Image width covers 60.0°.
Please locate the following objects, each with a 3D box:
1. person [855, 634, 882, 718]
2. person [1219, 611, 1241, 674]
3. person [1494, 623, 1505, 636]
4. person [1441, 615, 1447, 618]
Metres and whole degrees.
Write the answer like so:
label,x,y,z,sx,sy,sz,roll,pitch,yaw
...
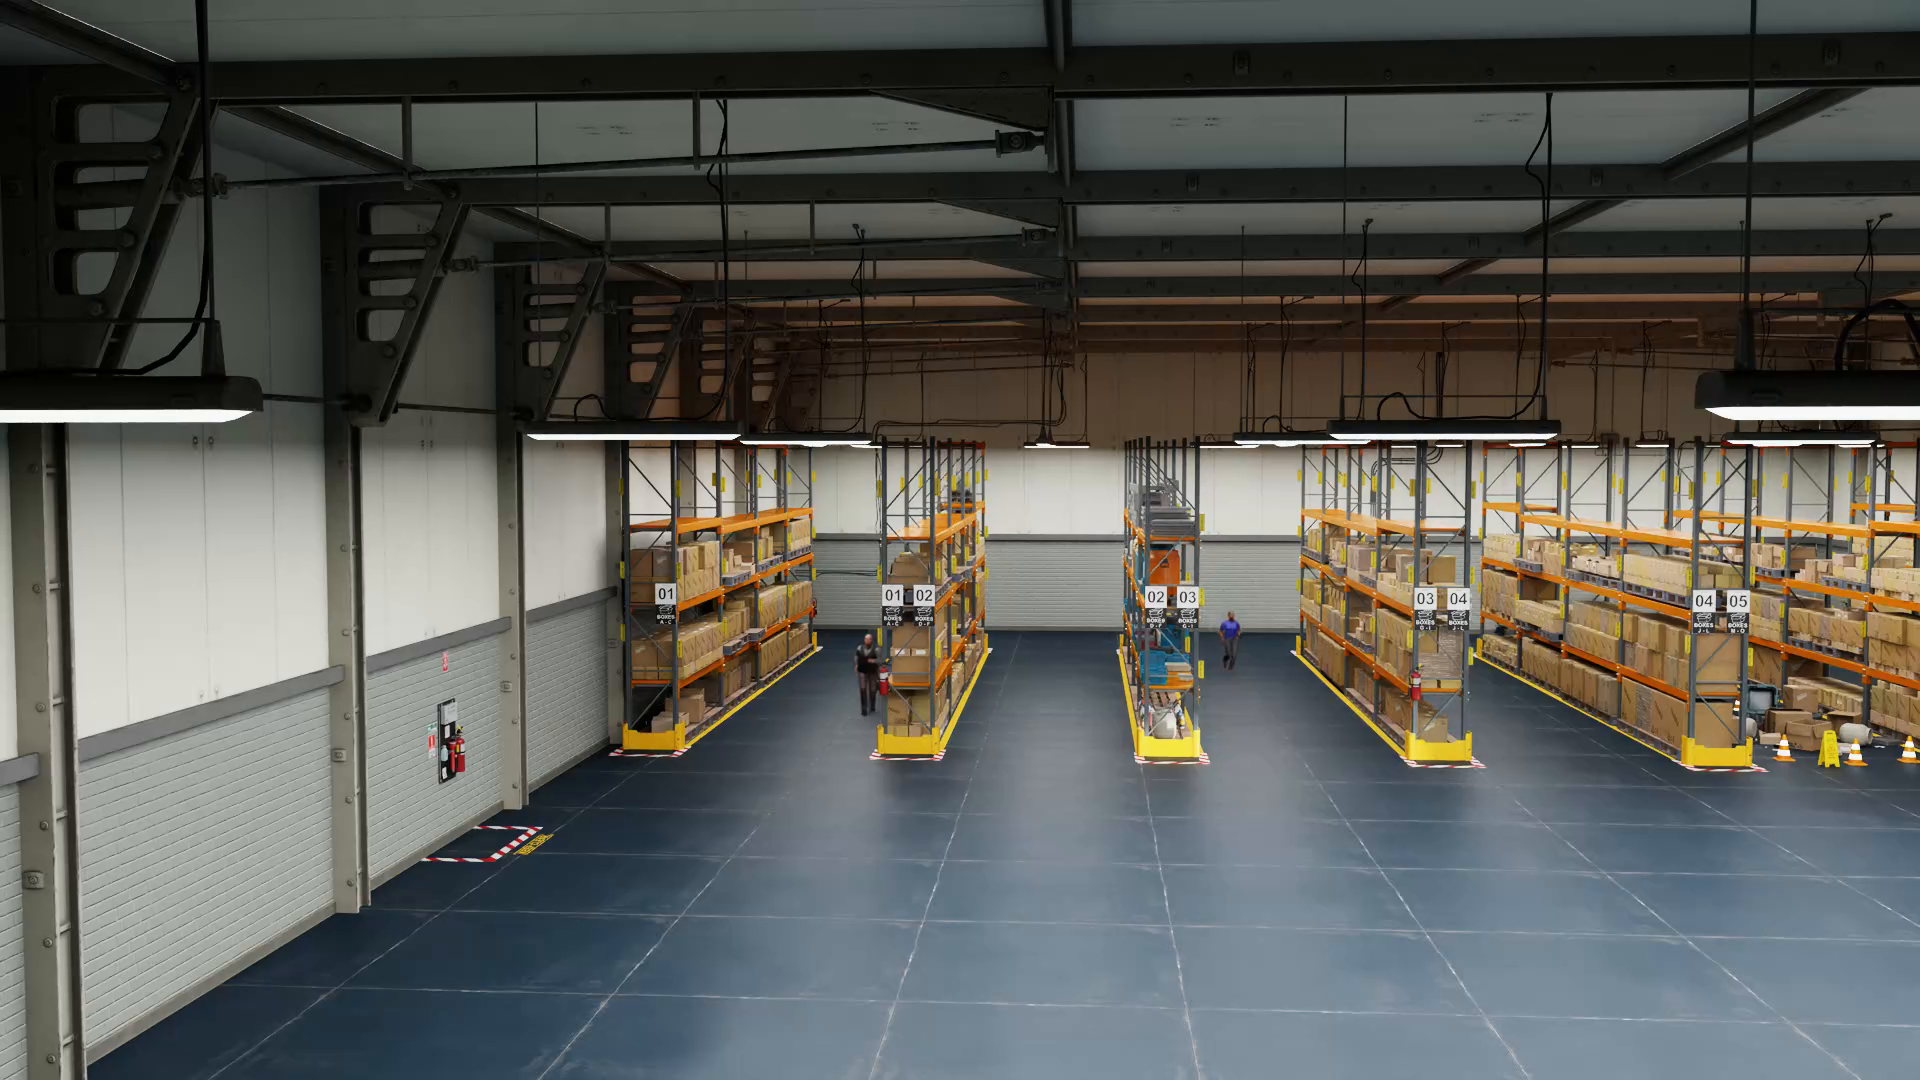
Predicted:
label,x,y,z,sx,sy,sz,roll,pitch,yaw
person,-1.982,2.922,36.071,0.627,1.773,0.869,0,3,1
person,6.981,2.685,42.865,0.575,1.517,0.560,0,3,-6
person,15.399,2.397,47.268,0.666,1.639,0.514,0,3,2
person,13.114,2.460,44.957,0.648,1.729,0.956,1,3,16
